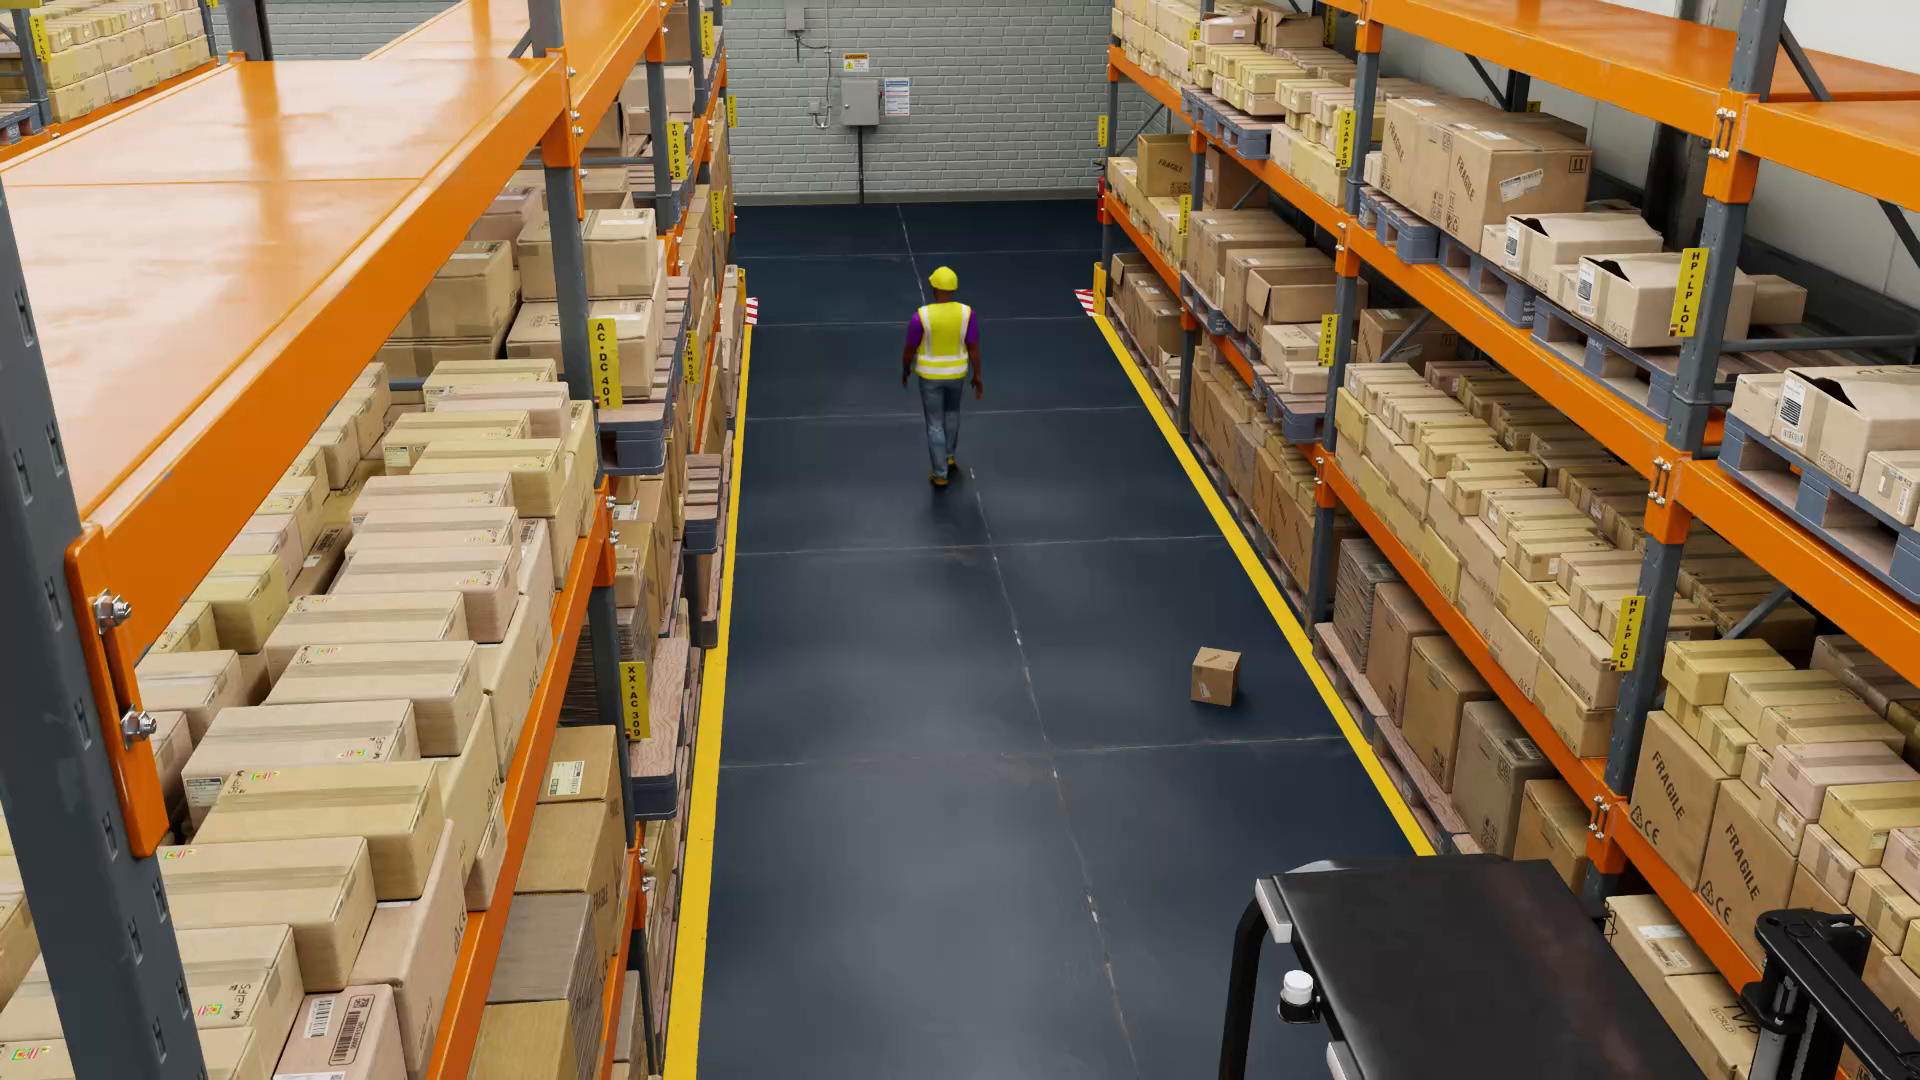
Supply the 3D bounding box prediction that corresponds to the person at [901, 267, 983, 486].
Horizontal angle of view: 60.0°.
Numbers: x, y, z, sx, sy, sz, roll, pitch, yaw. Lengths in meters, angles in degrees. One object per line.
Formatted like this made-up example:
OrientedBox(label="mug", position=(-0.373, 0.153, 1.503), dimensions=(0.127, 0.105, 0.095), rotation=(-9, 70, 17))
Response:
OrientedBox(label="person", position=(-0.163, -1.321, 13.362), dimensions=(0.614, 1.821, 0.672), rotation=(-6, 24, -14))
